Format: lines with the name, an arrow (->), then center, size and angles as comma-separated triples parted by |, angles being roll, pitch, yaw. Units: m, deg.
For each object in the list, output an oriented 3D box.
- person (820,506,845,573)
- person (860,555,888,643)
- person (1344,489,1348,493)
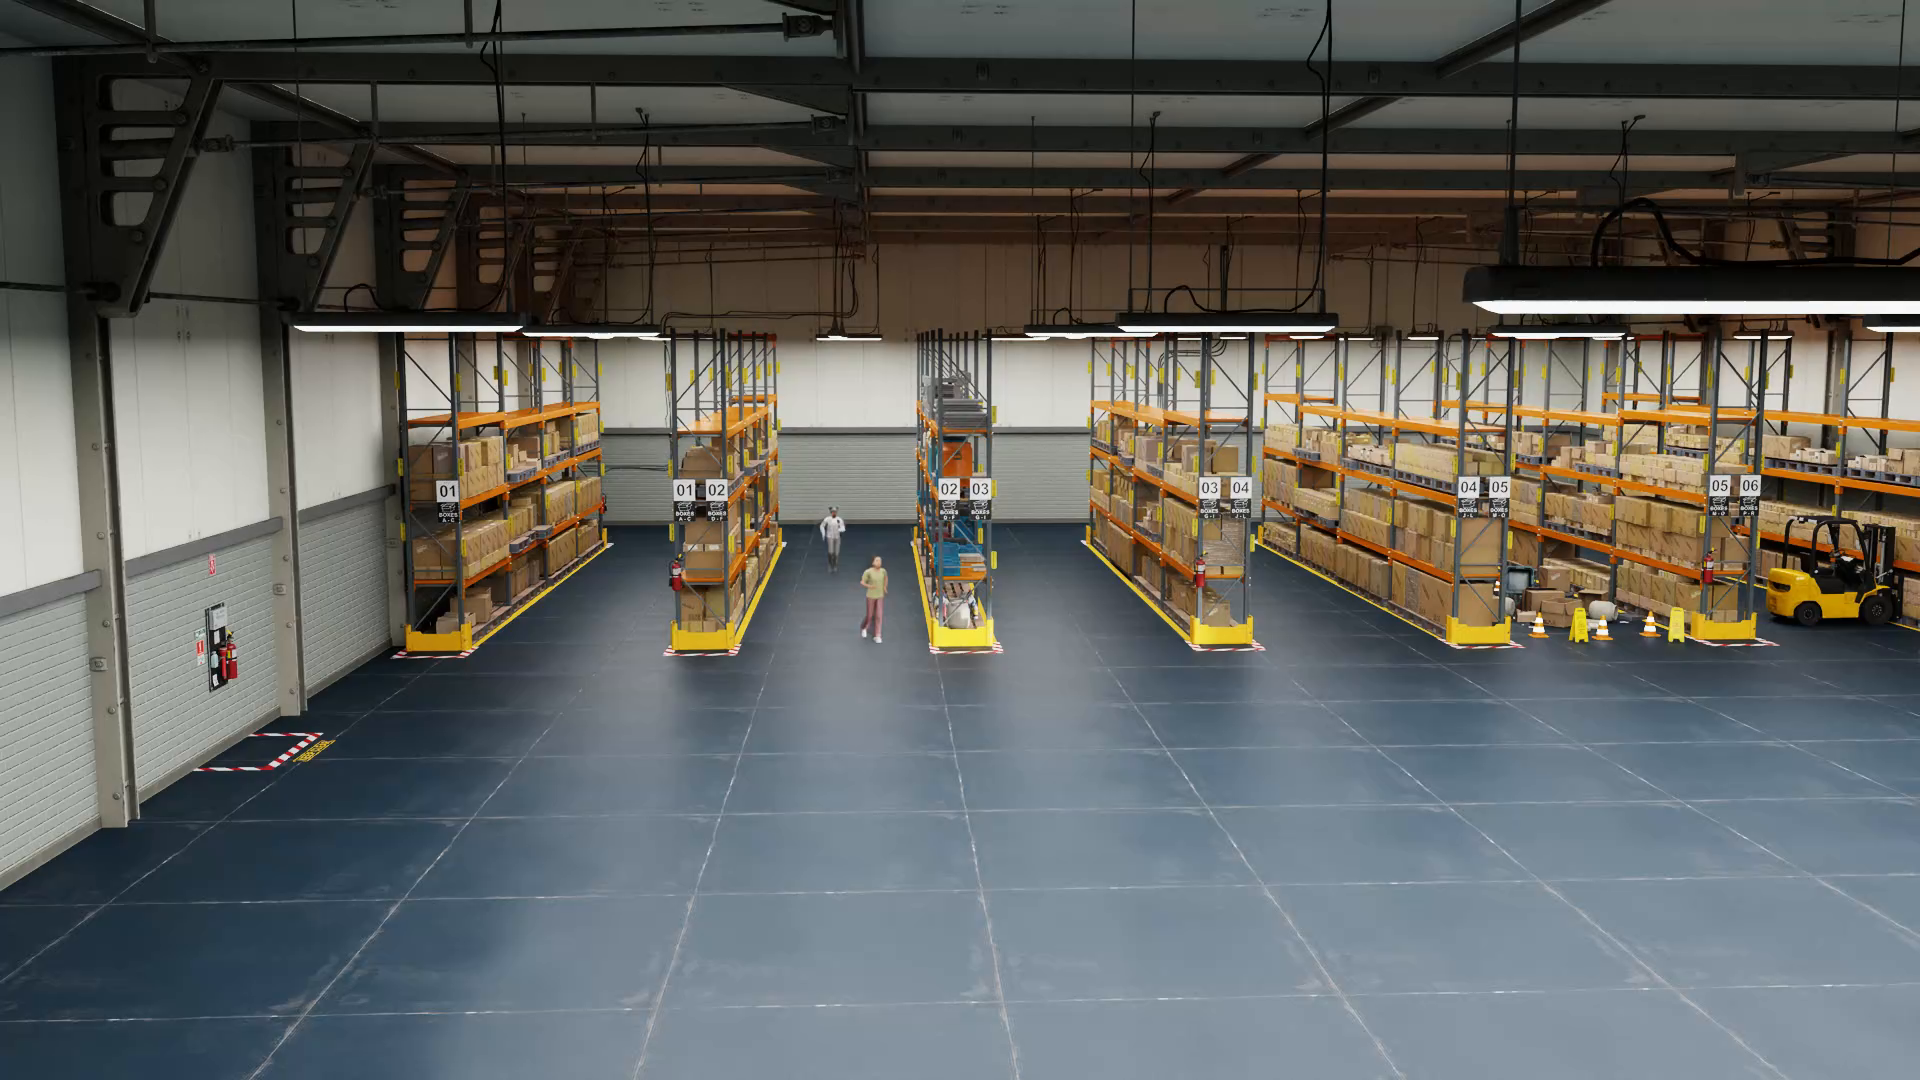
person -> -3.161, -0.015, 41.594 | 0.584, 1.691, 0.659 | -2, 7, -15
person -> -1.623, 1.106, 32.006 | 0.603, 1.650, 0.899 | -3, 7, -22
person -> 10.676, -0.566, 46.192 | 0.668, 1.698, 0.865 | -1, 7, -7
